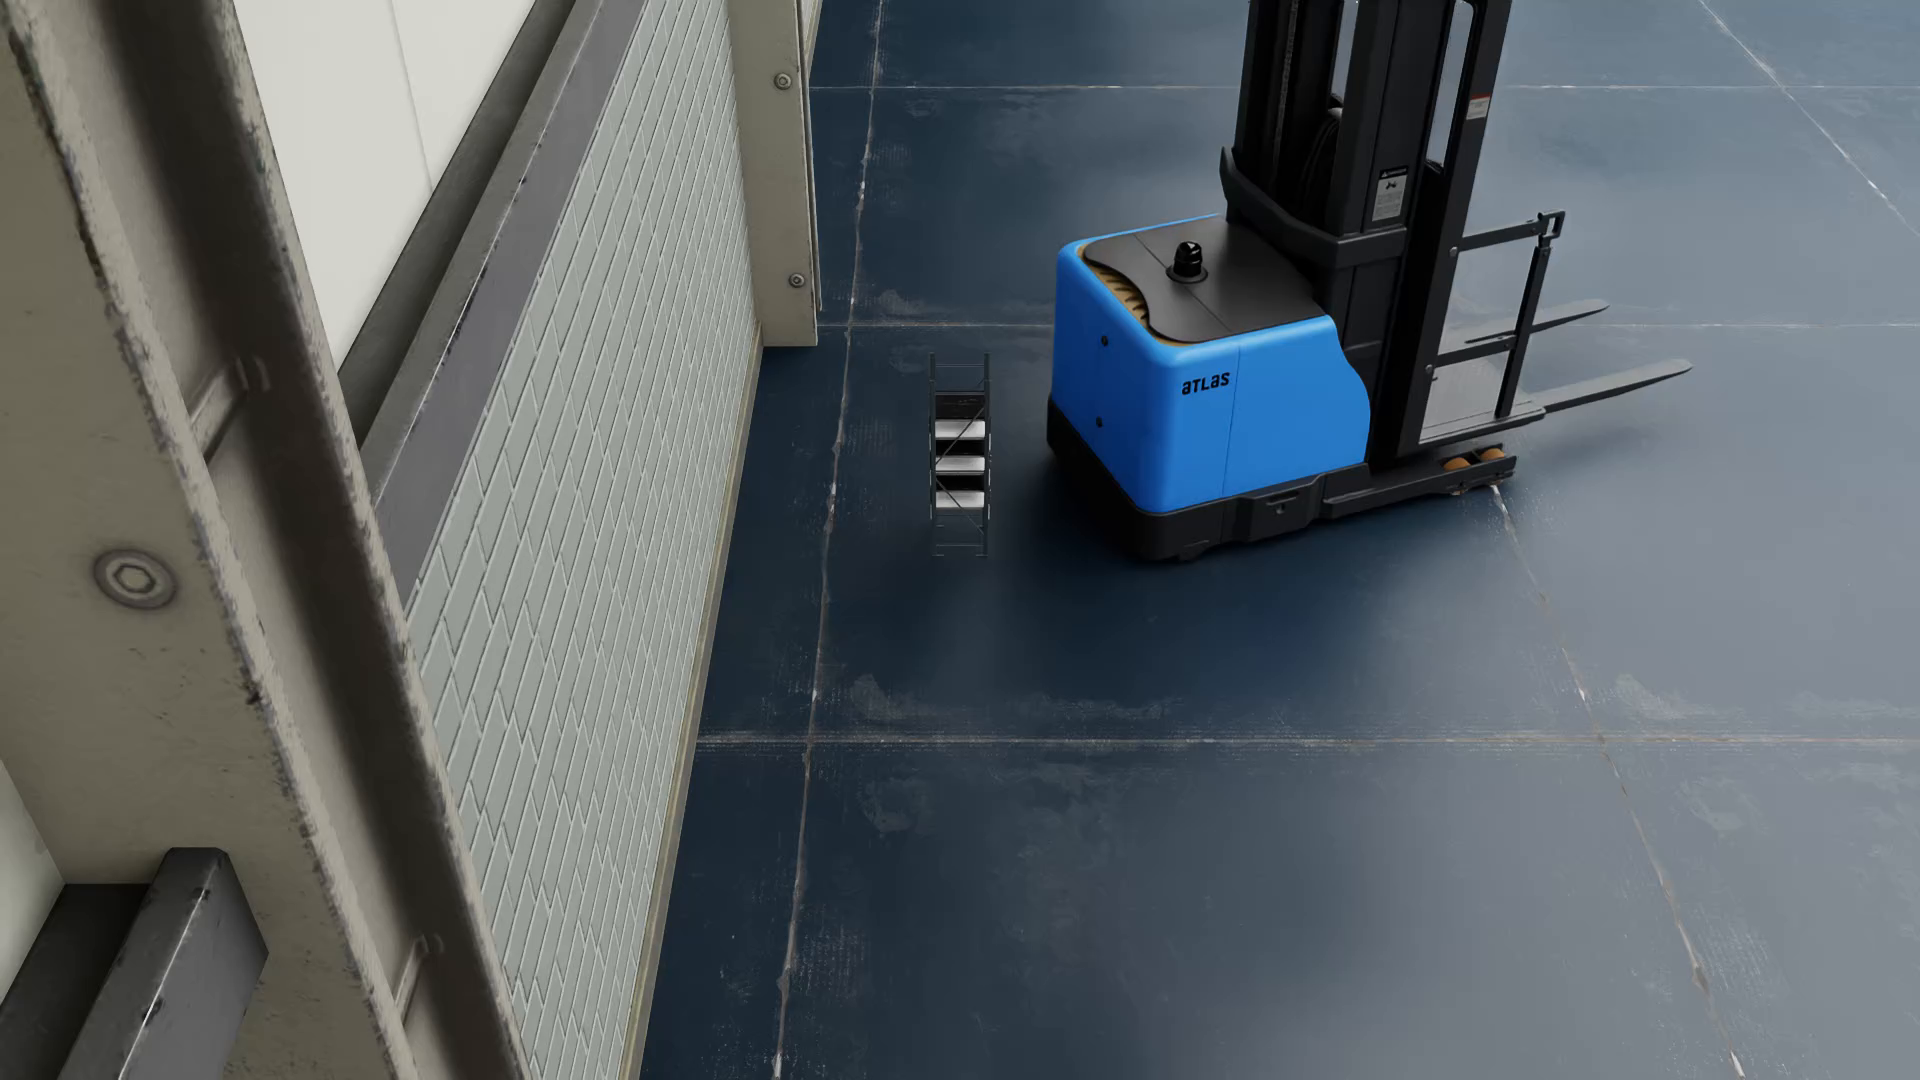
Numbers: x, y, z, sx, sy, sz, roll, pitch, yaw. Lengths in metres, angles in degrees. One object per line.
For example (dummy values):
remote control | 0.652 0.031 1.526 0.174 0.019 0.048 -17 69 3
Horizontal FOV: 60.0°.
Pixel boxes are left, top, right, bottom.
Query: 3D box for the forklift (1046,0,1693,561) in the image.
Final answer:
forklift | 1.970 -1.639 6.951 3.031 2.935 1.130 -14 41 -17

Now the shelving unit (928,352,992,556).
shelving unit | 0.000 -0.346 6.962 0.258 0.900 0.210 0 39 0

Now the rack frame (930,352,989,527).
rack frame | 0.000 -0.410 7.042 0.240 0.900 0.006 0 39 0

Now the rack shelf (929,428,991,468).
rack shelf | 0.000 -0.390 6.927 0.258 0.077 0.200 0 39 0

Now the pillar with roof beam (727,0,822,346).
pillar with roof beam | 3.419 -4.628 5.830 9.100 9.000 0.400 0 39 0

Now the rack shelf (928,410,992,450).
rack shelf | 0.000 -0.461 6.871 0.258 0.077 0.200 0 39 0

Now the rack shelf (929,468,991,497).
rack shelf | 0.000 -0.250 7.039 0.258 0.077 0.200 0 39 0

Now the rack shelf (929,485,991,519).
rack shelf | 0.000 -0.180 7.096 0.258 0.077 0.200 0 39 0

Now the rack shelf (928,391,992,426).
rack shelf | 0.000 -0.531 6.814 0.258 0.077 0.200 0 39 0

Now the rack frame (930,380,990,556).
rack frame | 0.000 -0.282 6.883 0.240 0.900 0.006 0 39 0

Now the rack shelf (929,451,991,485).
rack shelf | 0.000 -0.320 6.983 0.258 0.077 0.200 0 39 0
